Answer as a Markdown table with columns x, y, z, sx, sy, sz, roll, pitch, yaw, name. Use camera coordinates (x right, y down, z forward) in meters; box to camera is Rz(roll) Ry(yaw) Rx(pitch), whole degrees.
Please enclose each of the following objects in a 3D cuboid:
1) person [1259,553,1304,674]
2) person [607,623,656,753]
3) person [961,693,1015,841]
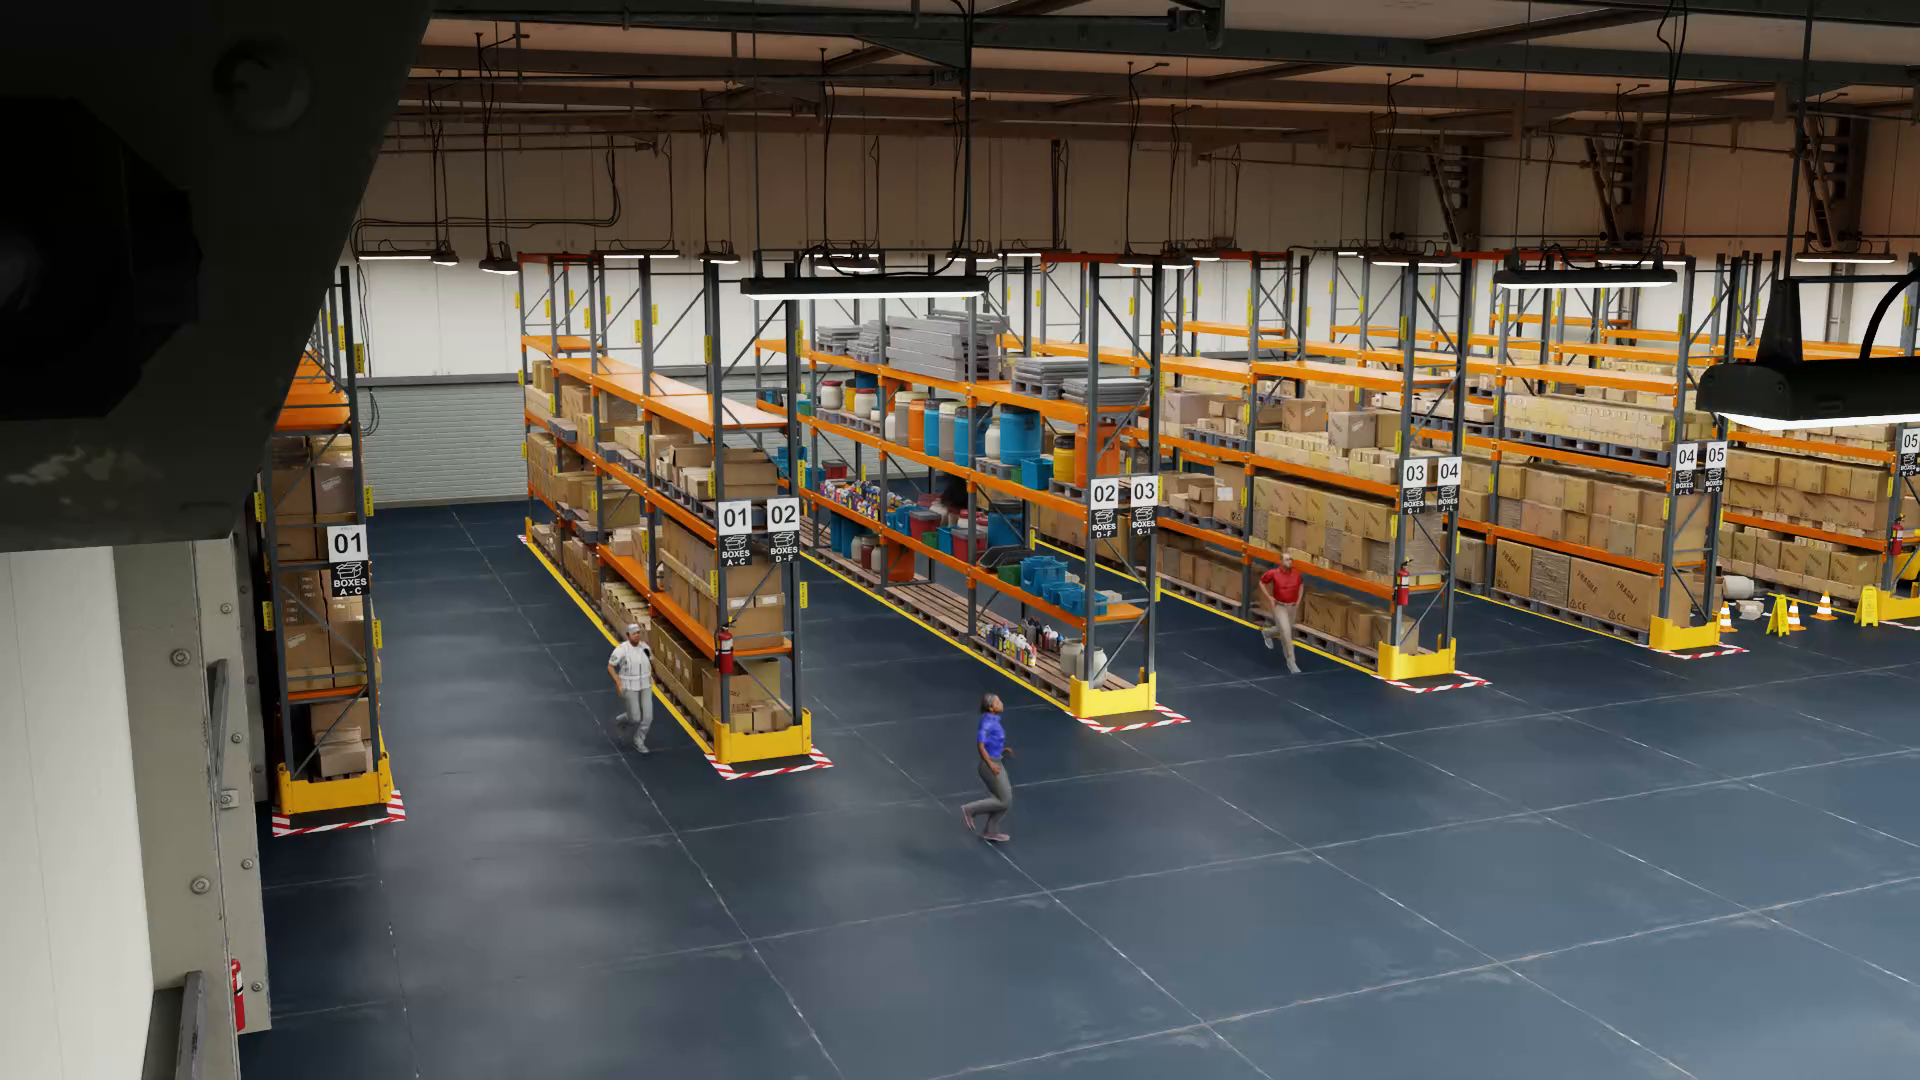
| x | y | z | sx | sy | sz | roll | pitch | yaw | name |
| --- | --- | --- | --- | --- | --- | --- | --- | --- | --- |
| 4.818 | 1.038 | 24.739 | 0.631 | 1.732 | 1.138 | -5 | 12 | -26 | person |
| -4.038 | 1.823 | 20.631 | 0.614 | 1.626 | 0.551 | -8 | 13 | -36 | person |
| 0.298 | 2.400 | 17.524 | 0.559 | 1.617 | 0.614 | 0 | 10 | 2 | person |
